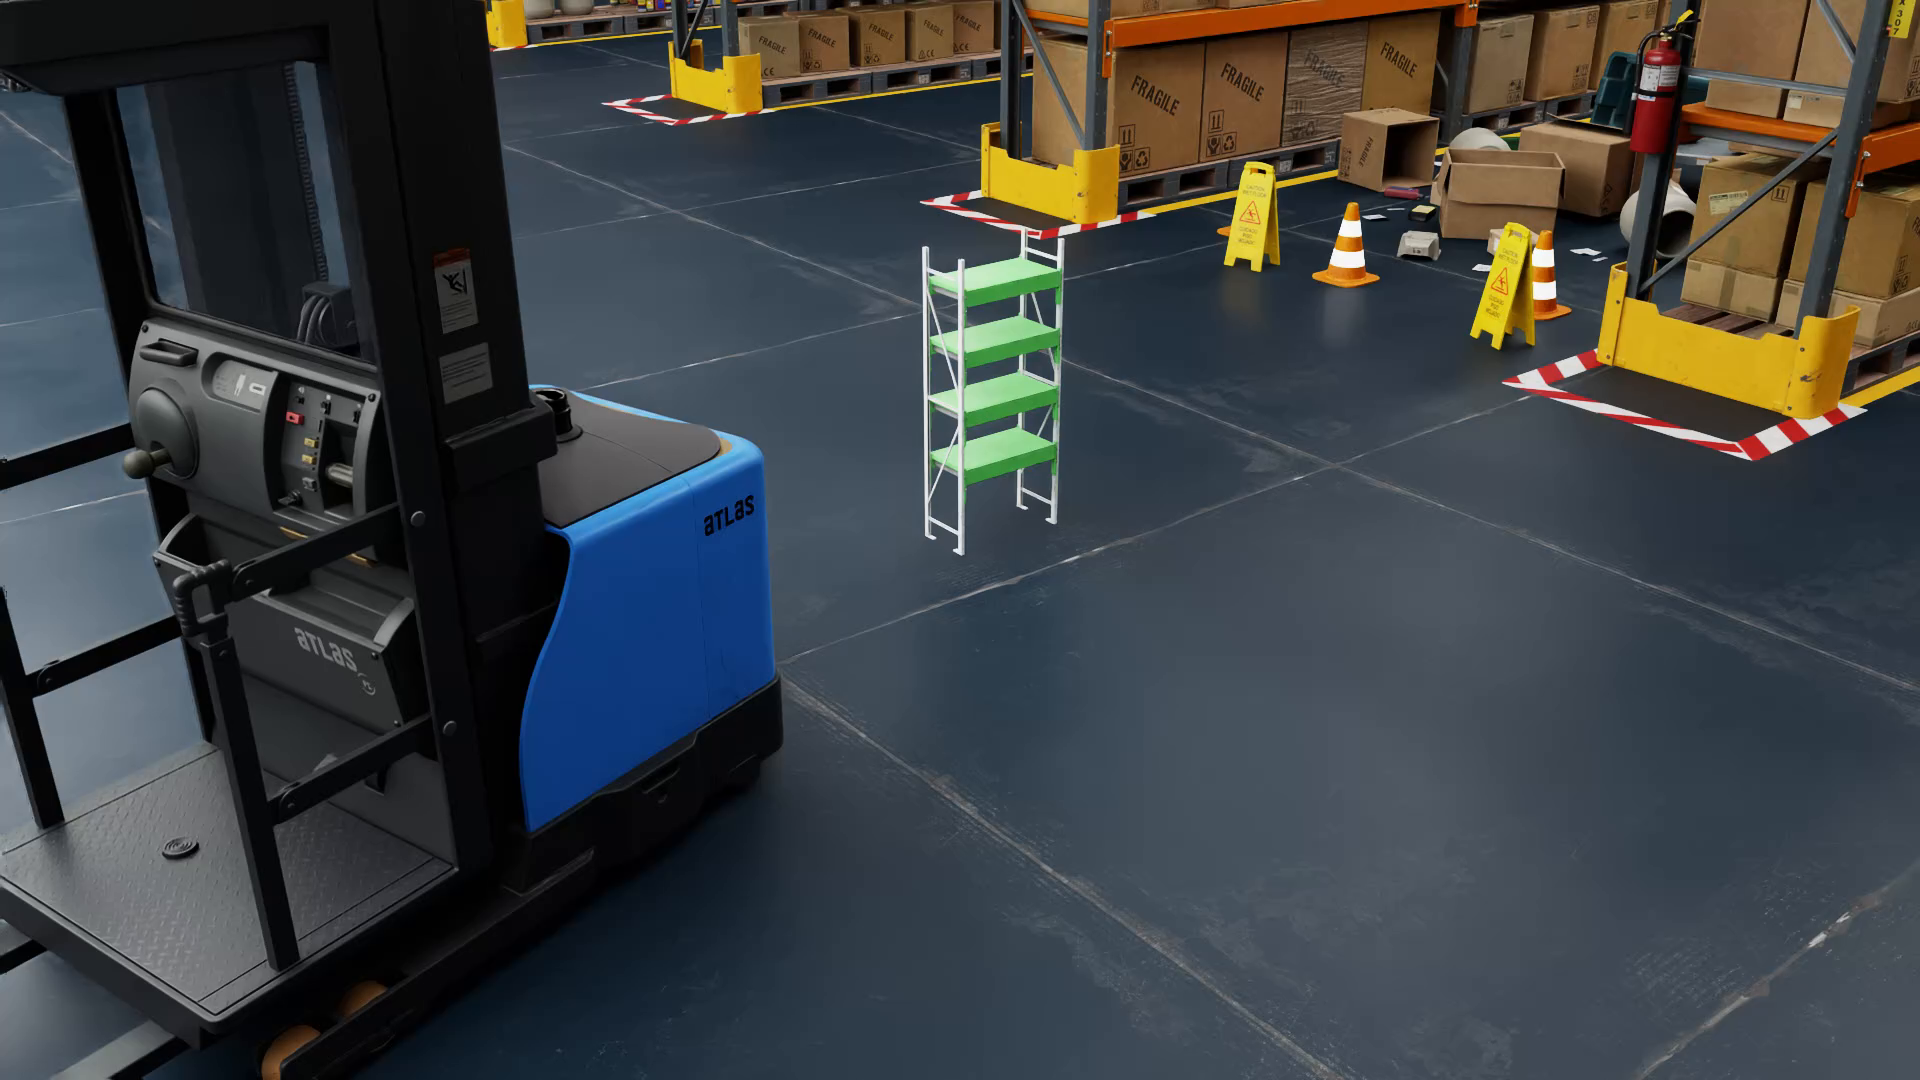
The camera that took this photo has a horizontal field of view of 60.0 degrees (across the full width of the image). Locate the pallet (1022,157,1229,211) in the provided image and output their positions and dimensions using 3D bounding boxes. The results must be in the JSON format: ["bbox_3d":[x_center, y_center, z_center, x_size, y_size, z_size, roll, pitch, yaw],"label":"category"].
[{"bbox_3d":[1.225,-2.729,12.380,1.213,0.211,1.003,-18,31,-34],"label":"pallet"}]

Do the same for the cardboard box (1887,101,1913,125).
[{"bbox_3d":[4.363,-2.123,8.060,0.250,0.149,0.380,-18,30,-33],"label":"cardboard box"}]

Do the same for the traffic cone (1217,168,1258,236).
[{"bbox_3d":[1.938,-2.277,11.108,0.334,0.463,0.336,-18,31,-34],"label":"traffic cone"}]

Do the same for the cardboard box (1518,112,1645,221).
[{"bbox_3d":[4.329,-2.617,11.630,0.503,0.637,0.797,-18,31,-34],"label":"cardboard box"}]

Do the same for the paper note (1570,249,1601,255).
[{"bbox_3d":[4.055,-1.871,10.759,0.142,0.019,0.148,-8,26,-16],"label":"paper note"}]

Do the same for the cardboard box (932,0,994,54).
[{"bbox_3d":[0.025,-5.284,17.042,0.500,0.500,0.500,-9,26,-18],"label":"cardboard box"}]

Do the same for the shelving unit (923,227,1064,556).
[{"bbox_3d":[0.130,-0.587,6.590,0.503,1.200,0.258,-18,31,-34],"label":"shelving unit"}]

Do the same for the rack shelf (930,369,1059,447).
[{"bbox_3d":[0.130,-0.529,6.617,0.480,0.148,0.258,-18,31,-34],"label":"rack shelf"}]

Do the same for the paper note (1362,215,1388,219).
[{"bbox_3d":[2.893,-2.247,11.558,0.142,0.017,0.144,-8,26,-16],"label":"paper note"}]

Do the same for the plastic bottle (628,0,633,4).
[{"bbox_3d":[-4.003,-6.714,20.365,0.135,0.276,0.152,-18,30,-34],"label":"plastic bottle"}]

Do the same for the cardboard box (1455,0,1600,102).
[{"bbox_3d":[4.986,-4.410,14.863,0.750,0.750,1.050,-18,31,-34],"label":"cardboard box"}]

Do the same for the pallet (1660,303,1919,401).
[{"bbox_3d":[4.499,-1.101,8.872,1.213,0.211,1.003,-18,31,-34],"label":"pallet"}]

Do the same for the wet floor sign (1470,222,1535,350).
[{"bbox_3d":[2.968,-1.384,8.966,0.232,0.644,0.267,-8,26,-16],"label":"wet floor sign"}]

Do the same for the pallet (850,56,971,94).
[{"bbox_3d":[-0.657,-4.699,16.625,1.213,0.211,1.003,-18,31,-34],"label":"pallet"}]

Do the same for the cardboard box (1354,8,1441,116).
[{"bbox_3d":[3.254,-3.886,13.586,0.875,0.875,0.875,-18,30,-33],"label":"cardboard box"}]

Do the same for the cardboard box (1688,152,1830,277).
[{"bbox_3d":[4.248,-1.725,8.780,0.500,0.500,0.500,-18,30,-34],"label":"cardboard box"}]

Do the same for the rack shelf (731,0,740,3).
[{"bbox_3d":[-0.763,-5.623,16.158,4.000,0.370,1.077,-18,31,-34],"label":"rack shelf"}]

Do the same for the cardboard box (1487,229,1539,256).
[{"bbox_3d":[3.562,-1.863,10.588,0.250,0.149,0.380,-3,25,-7],"label":"cardboard box"}]

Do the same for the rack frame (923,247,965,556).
[{"bbox_3d":[-0.062,-0.524,6.453,0.015,1.200,0.240,-18,31,-34],"label":"rack frame"}]

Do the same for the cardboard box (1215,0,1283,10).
[{"bbox_3d":[1.846,-4.194,12.046,0.550,0.550,0.875,-18,31,-34],"label":"cardboard box"}]

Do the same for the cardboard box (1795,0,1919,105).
[{"bbox_3d":[4.322,-2.359,7.797,0.500,0.500,0.500,-19,31,-35],"label":"cardboard box"}]

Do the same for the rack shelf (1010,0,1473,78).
[{"bbox_3d":[2.218,-3.954,12.561,4.000,0.370,1.077,-18,31,-34],"label":"rack shelf"}]

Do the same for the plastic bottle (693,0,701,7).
[{"bbox_3d":[-3.186,-6.563,20.129,0.097,0.201,0.097,0,25,0],"label":"plastic bottle"}]

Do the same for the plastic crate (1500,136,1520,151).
[{"bbox_3d":[4.463,-3.071,13.076,0.662,0.188,0.450,-3,15,-7],"label":"plastic crate"}]

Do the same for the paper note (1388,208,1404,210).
[{"bbox_3d":[3.092,-2.346,11.793,0.123,0.001,0.032,-3,25,-7],"label":"paper note"}]

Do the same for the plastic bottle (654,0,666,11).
[{"bbox_3d":[-3.585,-6.459,19.807,0.133,0.283,0.061,-18,30,-33],"label":"plastic bottle"}]

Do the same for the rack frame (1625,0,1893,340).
[{"bbox_3d":[3.778,-2.147,7.813,0.127,3.000,1.000,-18,31,-34],"label":"rack frame"}]

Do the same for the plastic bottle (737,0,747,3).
[{"bbox_3d":[-2.726,-6.795,20.452,0.185,0.351,0.144,-20,32,-37],"label":"plastic bottle"}]

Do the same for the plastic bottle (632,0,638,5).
[{"bbox_3d":[-3.937,-6.682,20.288,0.133,0.283,0.061,-18,31,-34],"label":"plastic bottle"}]

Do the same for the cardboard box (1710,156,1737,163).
[{"bbox_3d":[5.243,-2.226,10.949,0.500,0.500,0.500,1,25,2],"label":"cardboard box"}]

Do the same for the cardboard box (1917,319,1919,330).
[{"bbox_3d":[4.990,-1.338,8.838,0.500,0.250,0.500,-17,30,-32],"label":"cardboard box"}]

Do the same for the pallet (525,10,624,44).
[{"bbox_3d":[-4.720,-6.050,19.536,1.213,0.211,1.003,-18,31,-34],"label":"pallet"}]

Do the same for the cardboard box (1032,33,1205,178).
[{"bbox_3d":[1.137,-3.185,12.075,0.875,0.875,0.875,-18,30,-34],"label":"cardboard box"}]

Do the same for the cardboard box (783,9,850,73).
[{"bbox_3d":[-1.386,-4.810,16.021,0.500,0.500,0.500,-10,27,-21],"label":"cardboard box"}]

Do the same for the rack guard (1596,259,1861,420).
[{"bbox_3d":[3.838,-1.033,8.382,0.348,0.500,1.175,-18,31,-34],"label":"rack guard"}]

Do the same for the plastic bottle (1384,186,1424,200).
[{"bbox_3d":[3.253,-2.528,12.124,0.283,0.061,0.133,15,29,29],"label":"plastic bottle"}]

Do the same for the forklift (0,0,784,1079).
[{"bbox_3d":[-1.802,-0.243,3.793,1.130,2.935,3.031,16,29,31],"label":"forklift"}]

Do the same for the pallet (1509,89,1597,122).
[{"bbox_3d":[5.313,-4.079,15.288,1.213,0.211,1.003,-18,31,-34],"label":"pallet"}]

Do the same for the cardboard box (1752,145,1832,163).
[{"bbox_3d":[4.495,-2.137,8.897,0.250,0.149,0.380,-17,30,-33],"label":"cardboard box"}]
